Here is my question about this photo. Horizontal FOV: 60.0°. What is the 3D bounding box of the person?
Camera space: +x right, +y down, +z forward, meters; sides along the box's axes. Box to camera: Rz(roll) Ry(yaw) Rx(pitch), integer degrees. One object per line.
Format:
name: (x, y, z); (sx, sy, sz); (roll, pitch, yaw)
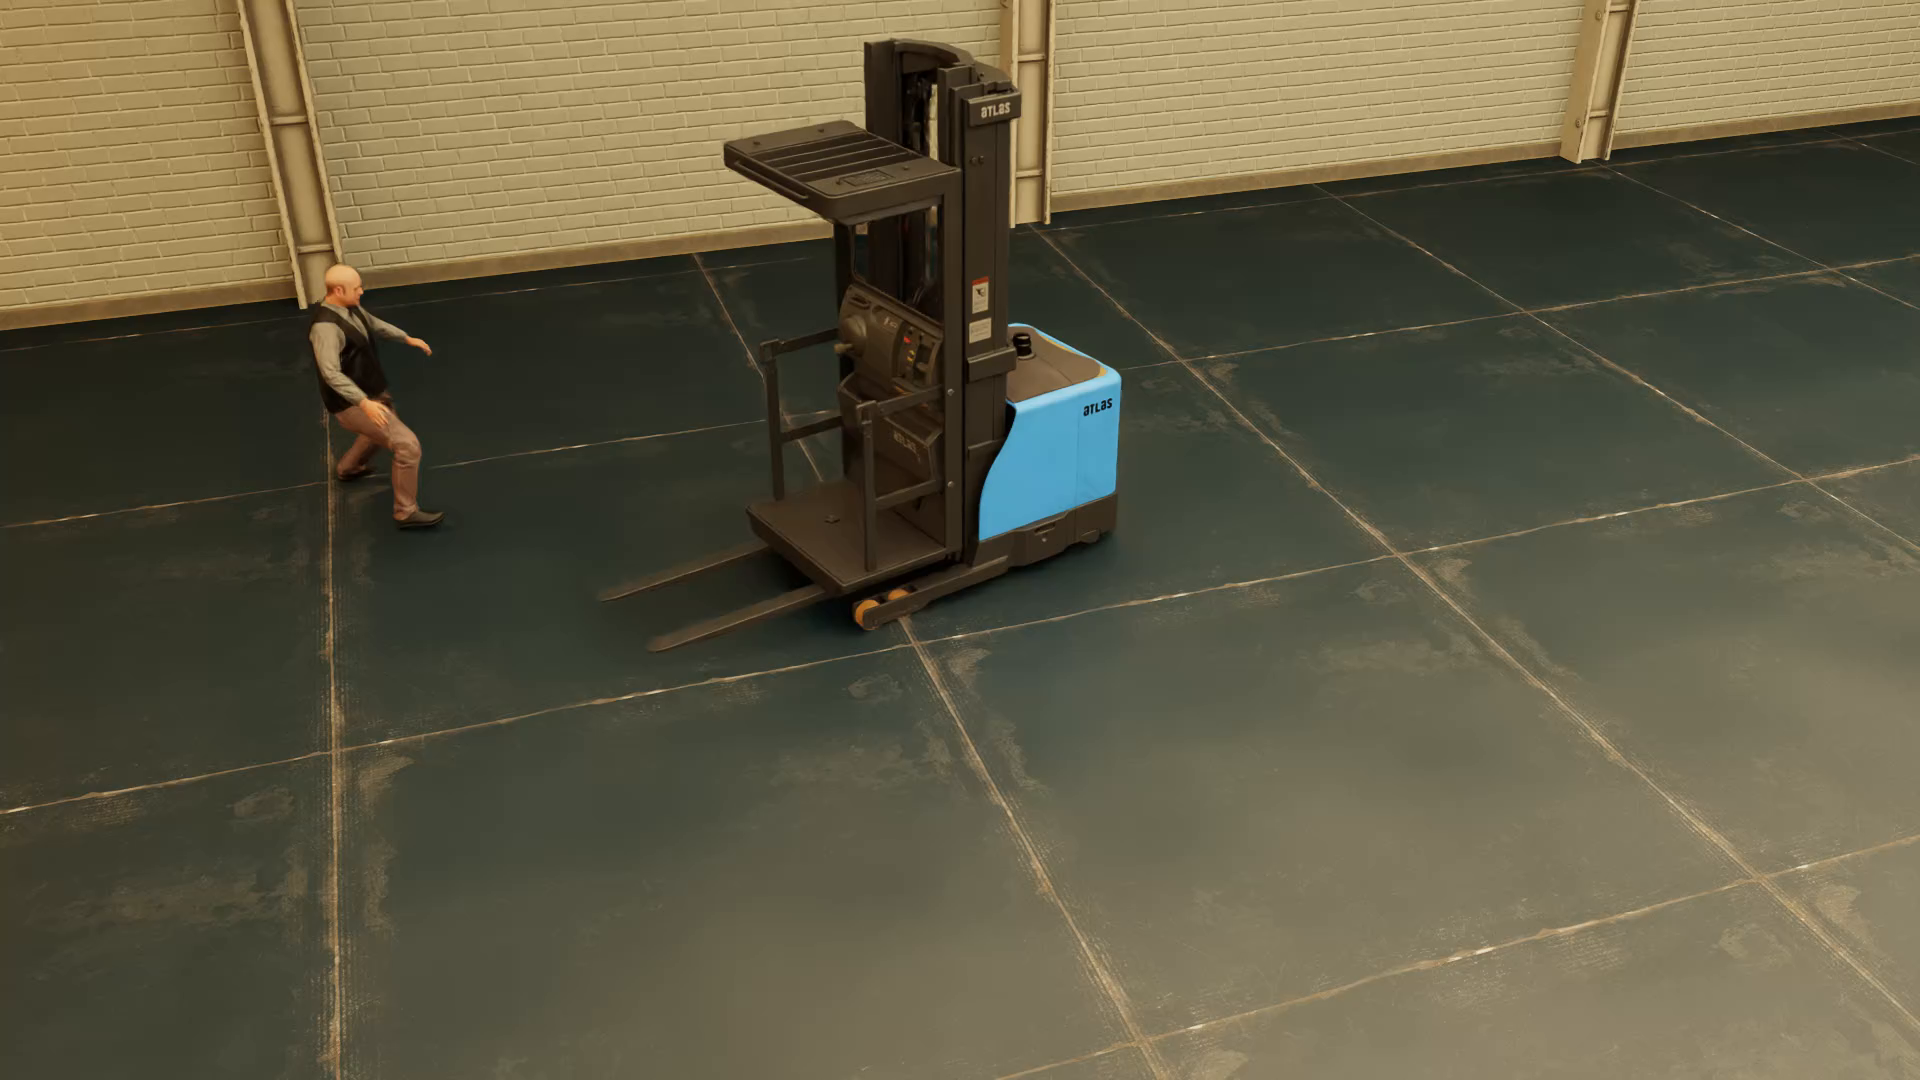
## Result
person: (-3.565, -0.921, 10.110); (0.840, 1.583, 0.969); (-1, 30, -2)

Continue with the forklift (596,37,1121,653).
forklift: (-0.554, -1.071, 8.948); (3.031, 2.935, 1.130); (-20, 35, -30)
